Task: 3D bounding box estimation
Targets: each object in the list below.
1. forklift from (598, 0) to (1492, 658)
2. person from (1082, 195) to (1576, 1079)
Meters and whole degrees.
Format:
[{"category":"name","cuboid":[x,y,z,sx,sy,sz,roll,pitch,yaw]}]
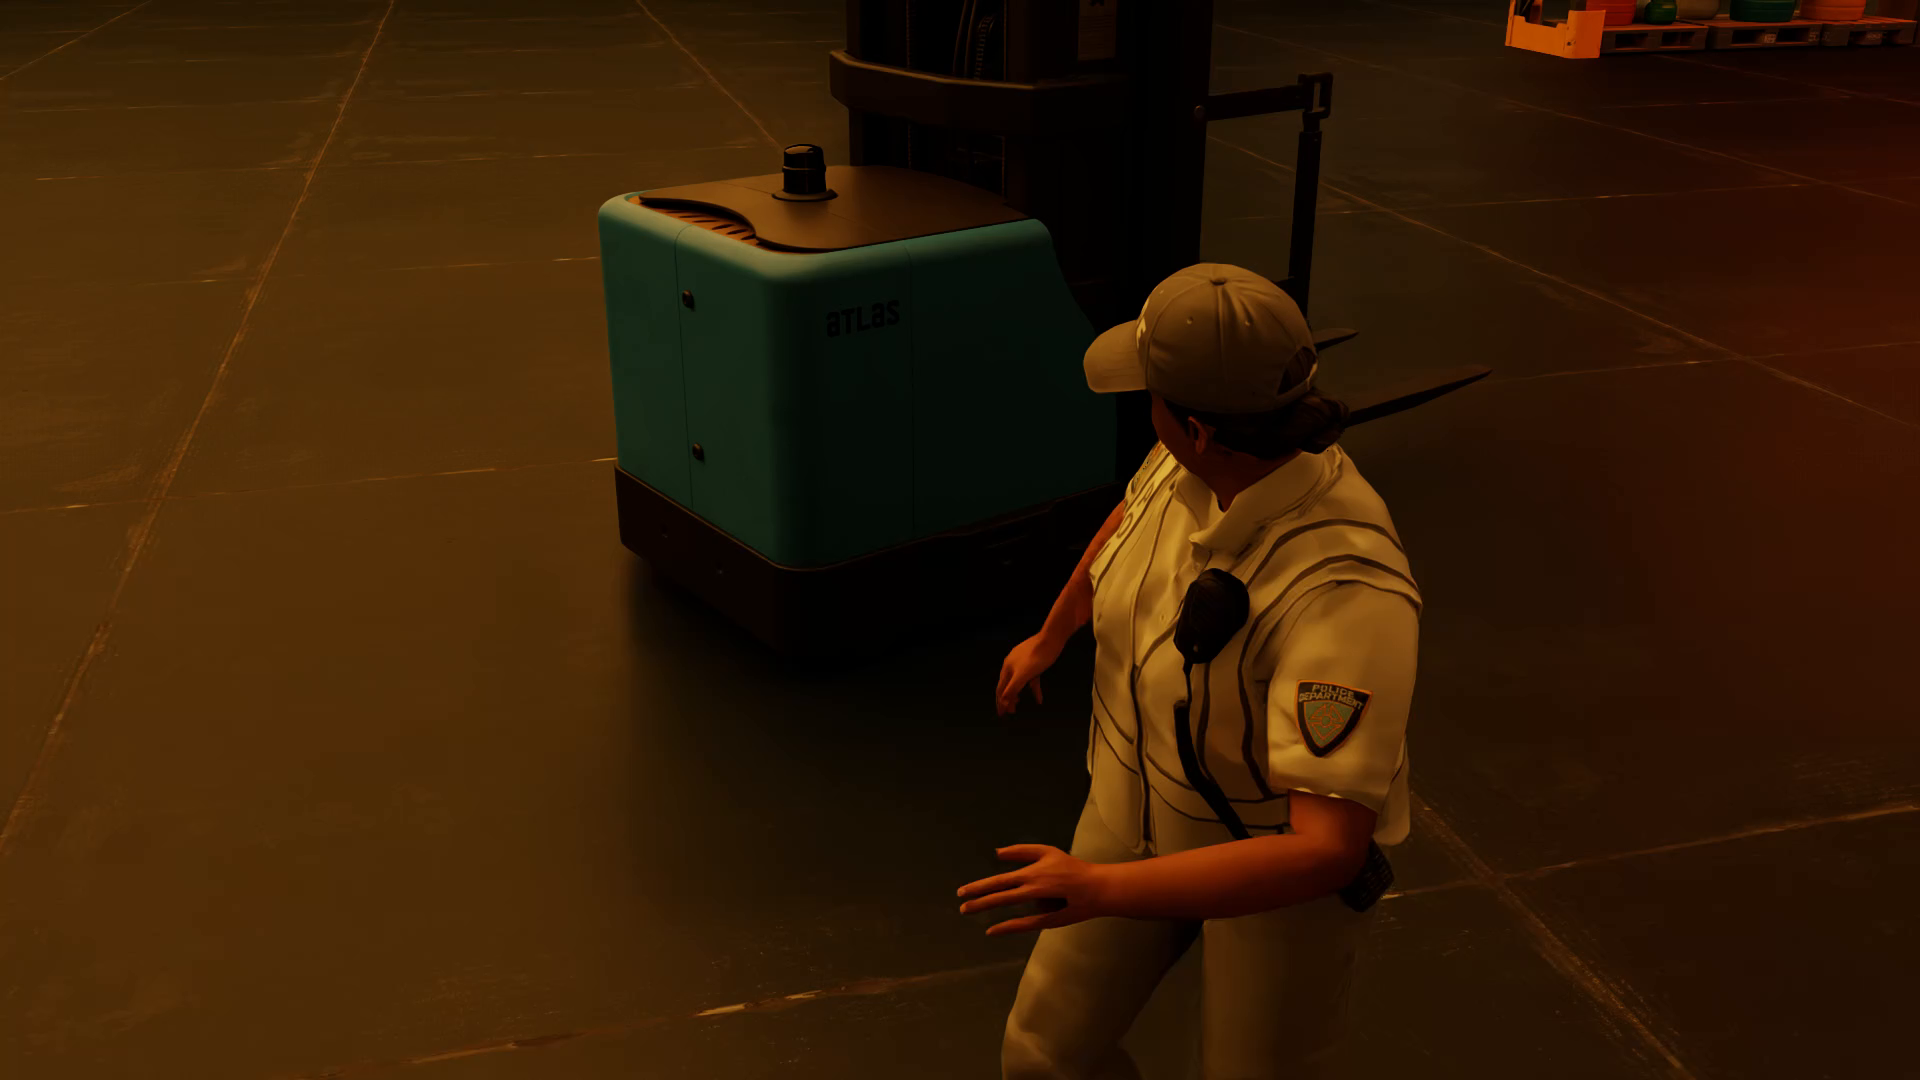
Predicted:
[{"category":"forklift","cuboid":[0.484,-1.493,4.818,3.031,2.935,1.130,-17,28,-34]},{"category":"person","cuboid":[0.350,0.439,1.841,0.521,1.640,0.673,-7,24,-17]}]
